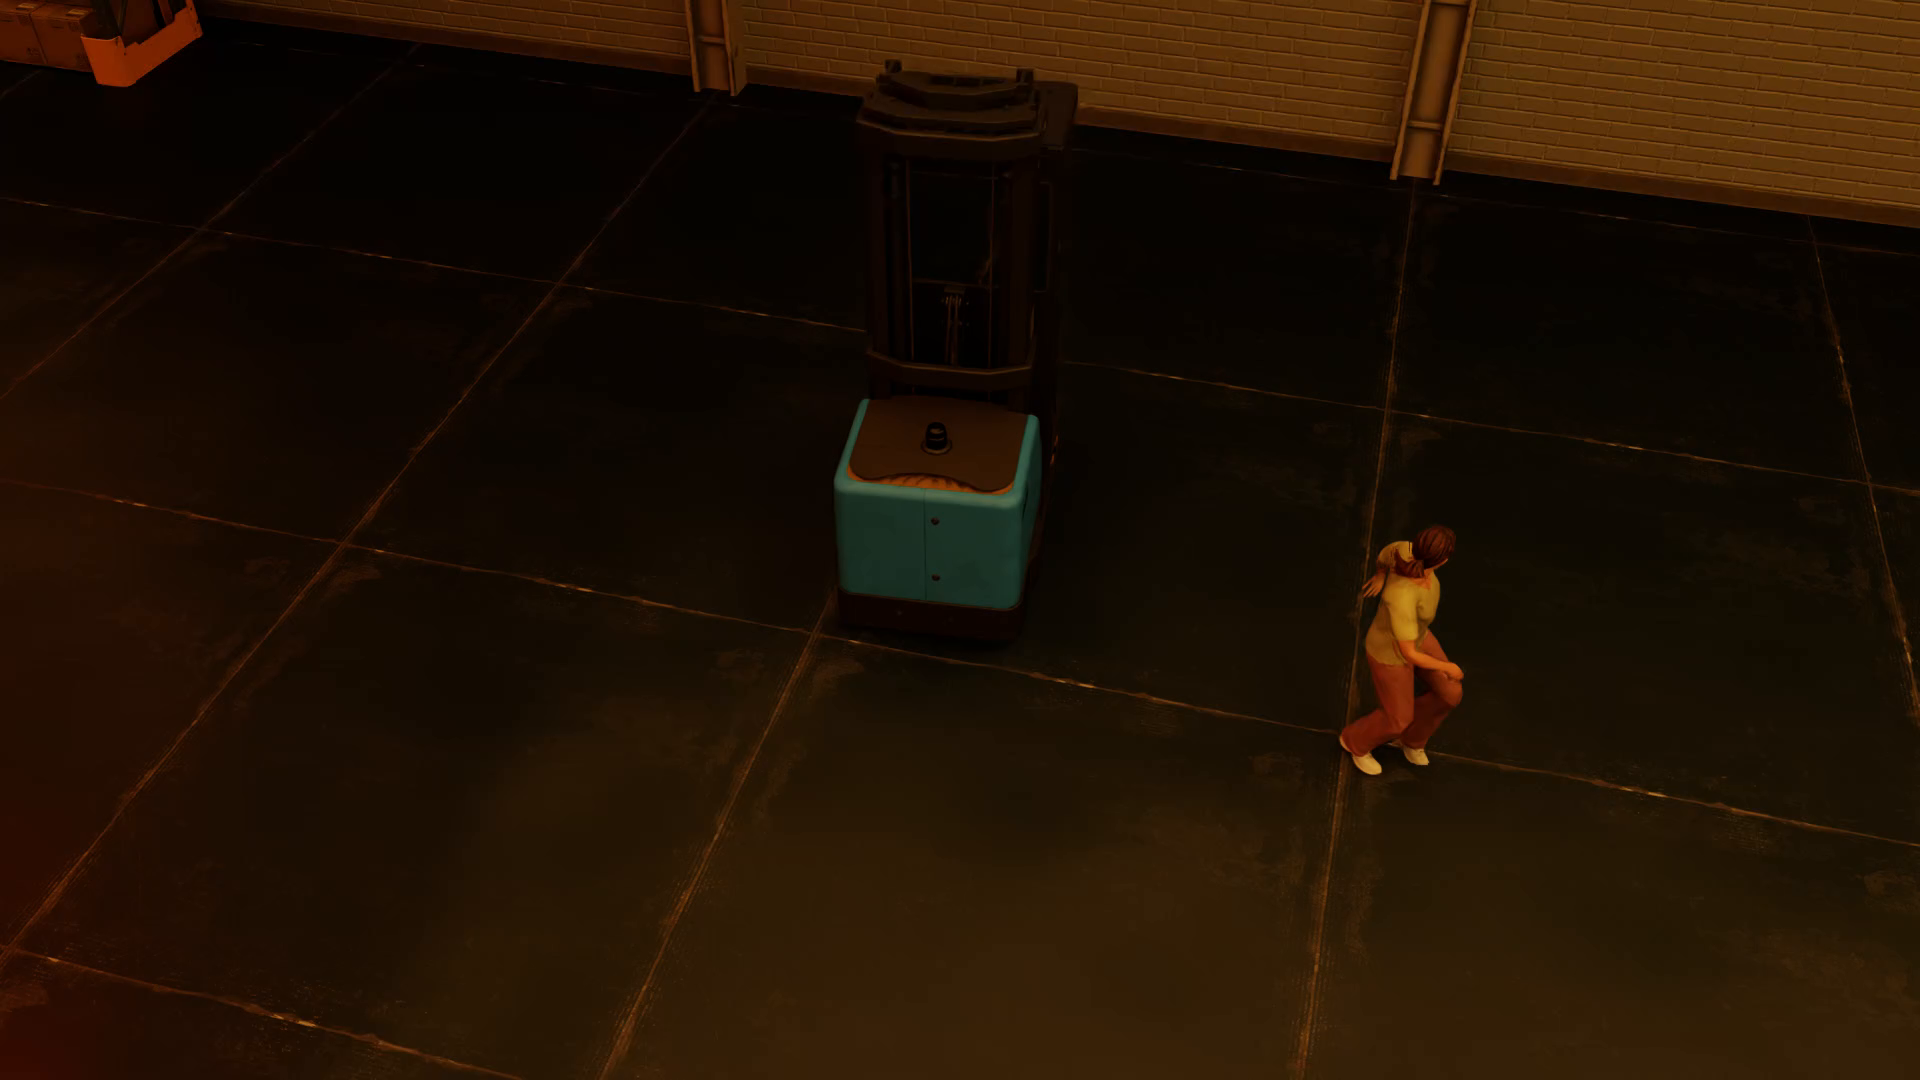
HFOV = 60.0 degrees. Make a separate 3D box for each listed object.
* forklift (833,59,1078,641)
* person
[{"bbox_3d":[0.046,-1.508,9.582,1.130,2.935,3.031,6,42,7],"label":"forklift"},{"bbox_3d":[2.190,0.544,8.274,0.697,1.646,0.590,28,48,28],"label":"person"}]
